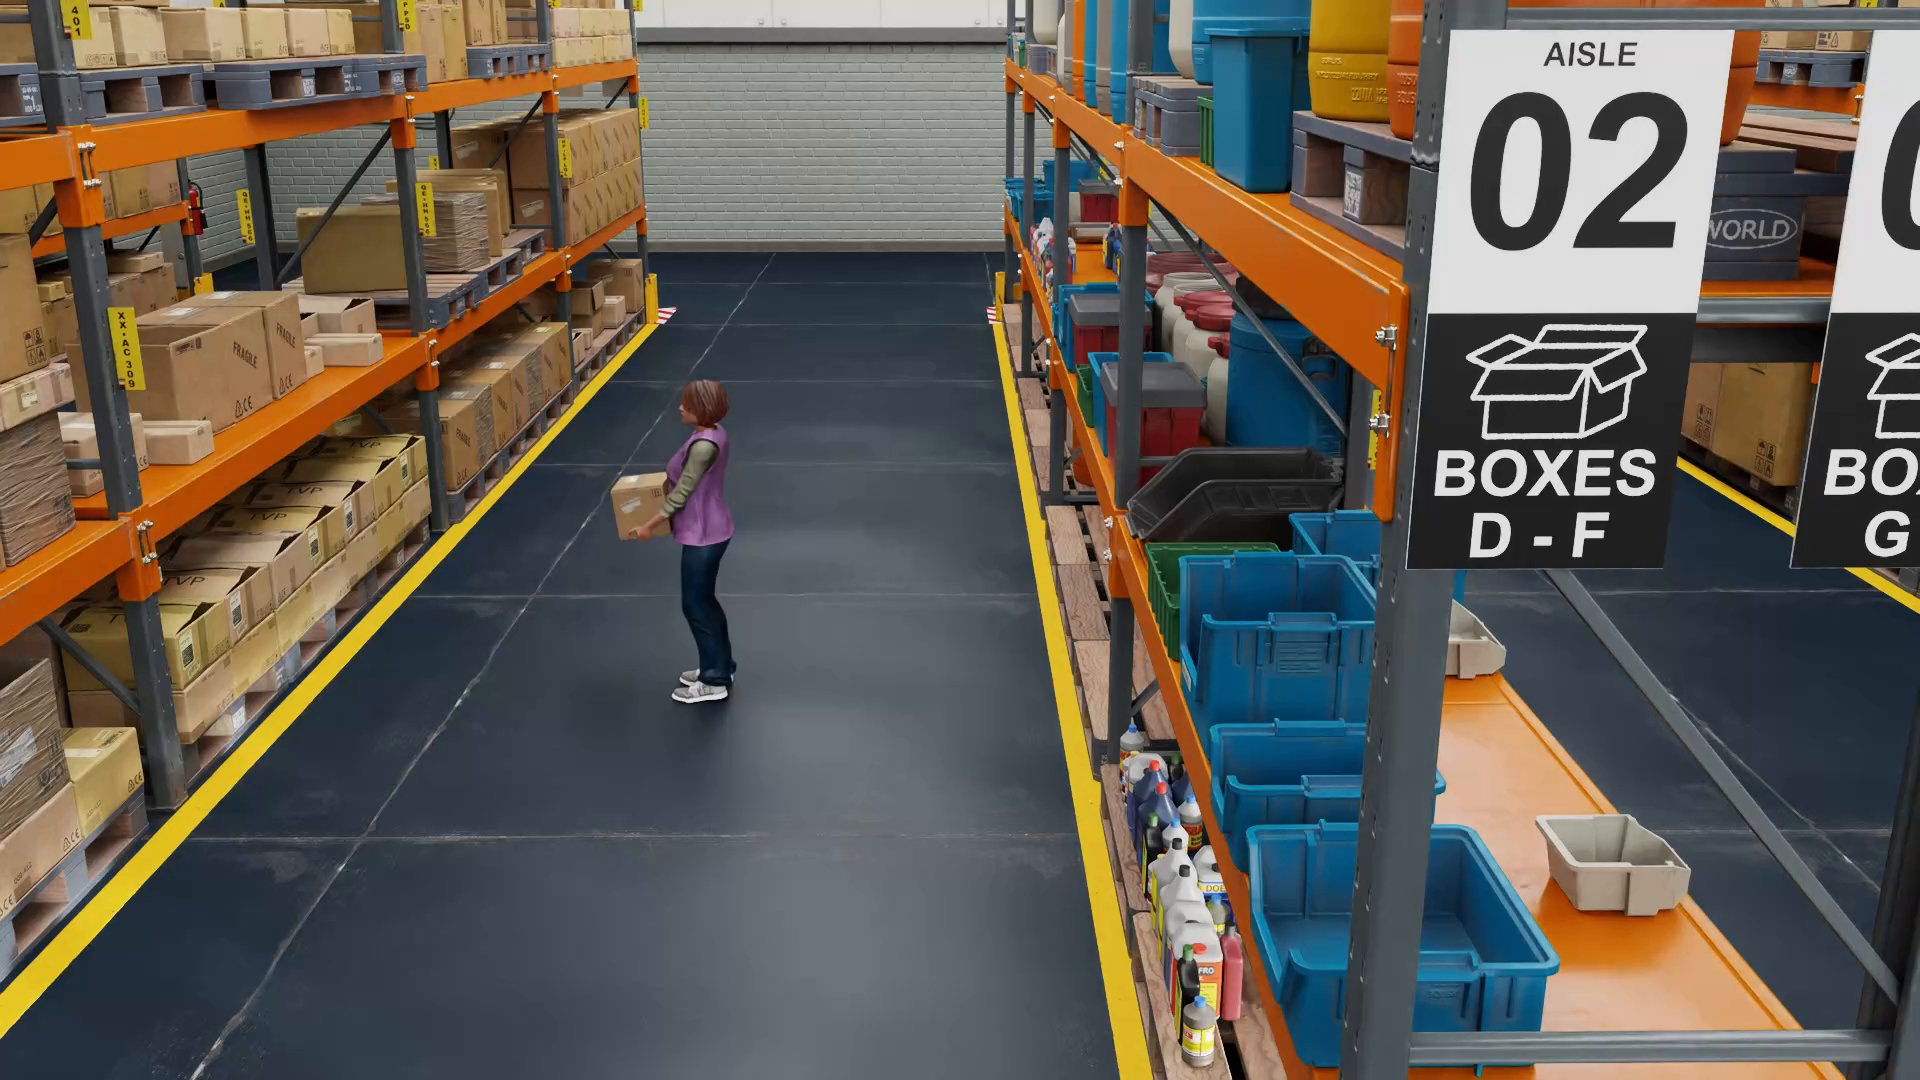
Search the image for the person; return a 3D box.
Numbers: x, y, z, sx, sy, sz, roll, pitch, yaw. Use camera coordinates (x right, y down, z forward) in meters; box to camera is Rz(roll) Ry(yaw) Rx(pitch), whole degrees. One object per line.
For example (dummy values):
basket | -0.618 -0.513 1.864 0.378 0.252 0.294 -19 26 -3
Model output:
person | -1.340 -0.001 8.077 0.494 1.593 0.404 0 17 0
